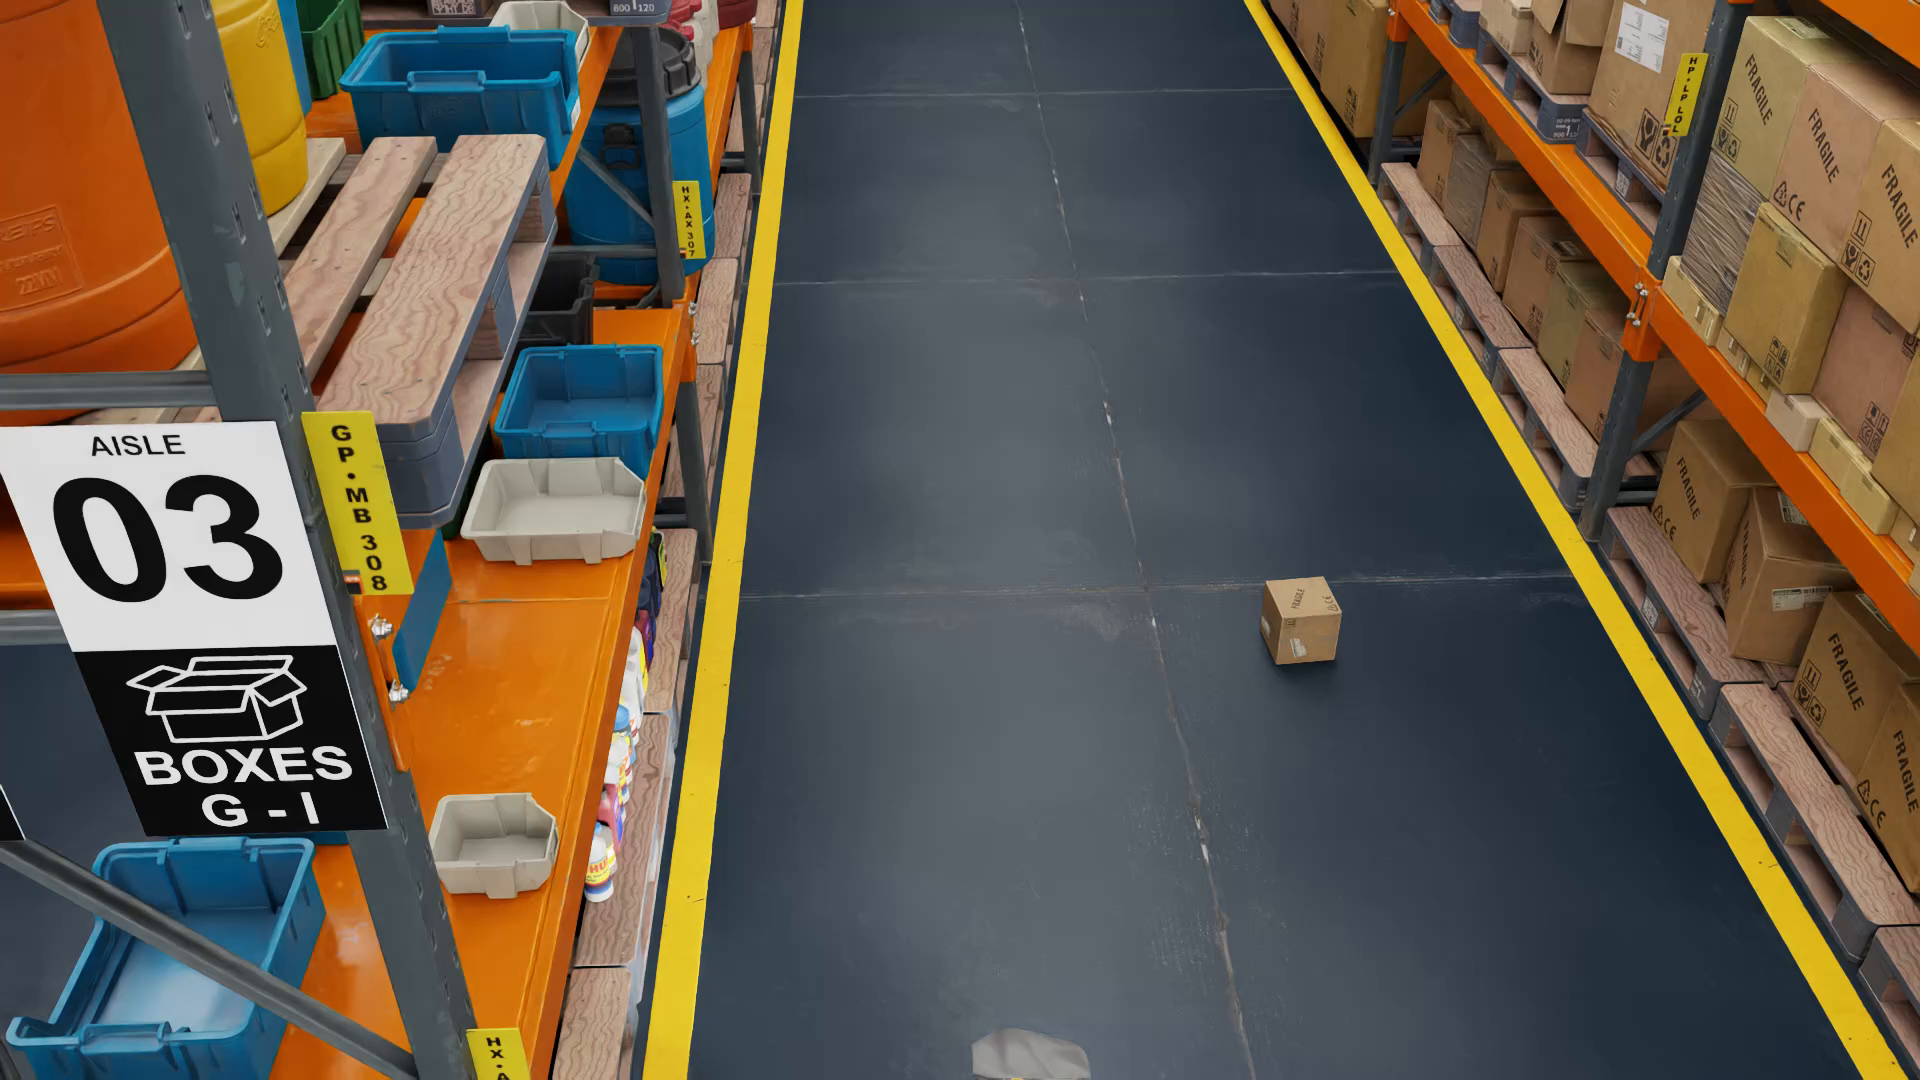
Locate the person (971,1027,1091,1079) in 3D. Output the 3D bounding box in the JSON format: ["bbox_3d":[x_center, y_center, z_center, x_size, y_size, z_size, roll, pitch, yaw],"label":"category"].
[{"bbox_3d":[0.147,1.699,3.733,0.490,1.637,0.992,5,36,7],"label":"person"}]
